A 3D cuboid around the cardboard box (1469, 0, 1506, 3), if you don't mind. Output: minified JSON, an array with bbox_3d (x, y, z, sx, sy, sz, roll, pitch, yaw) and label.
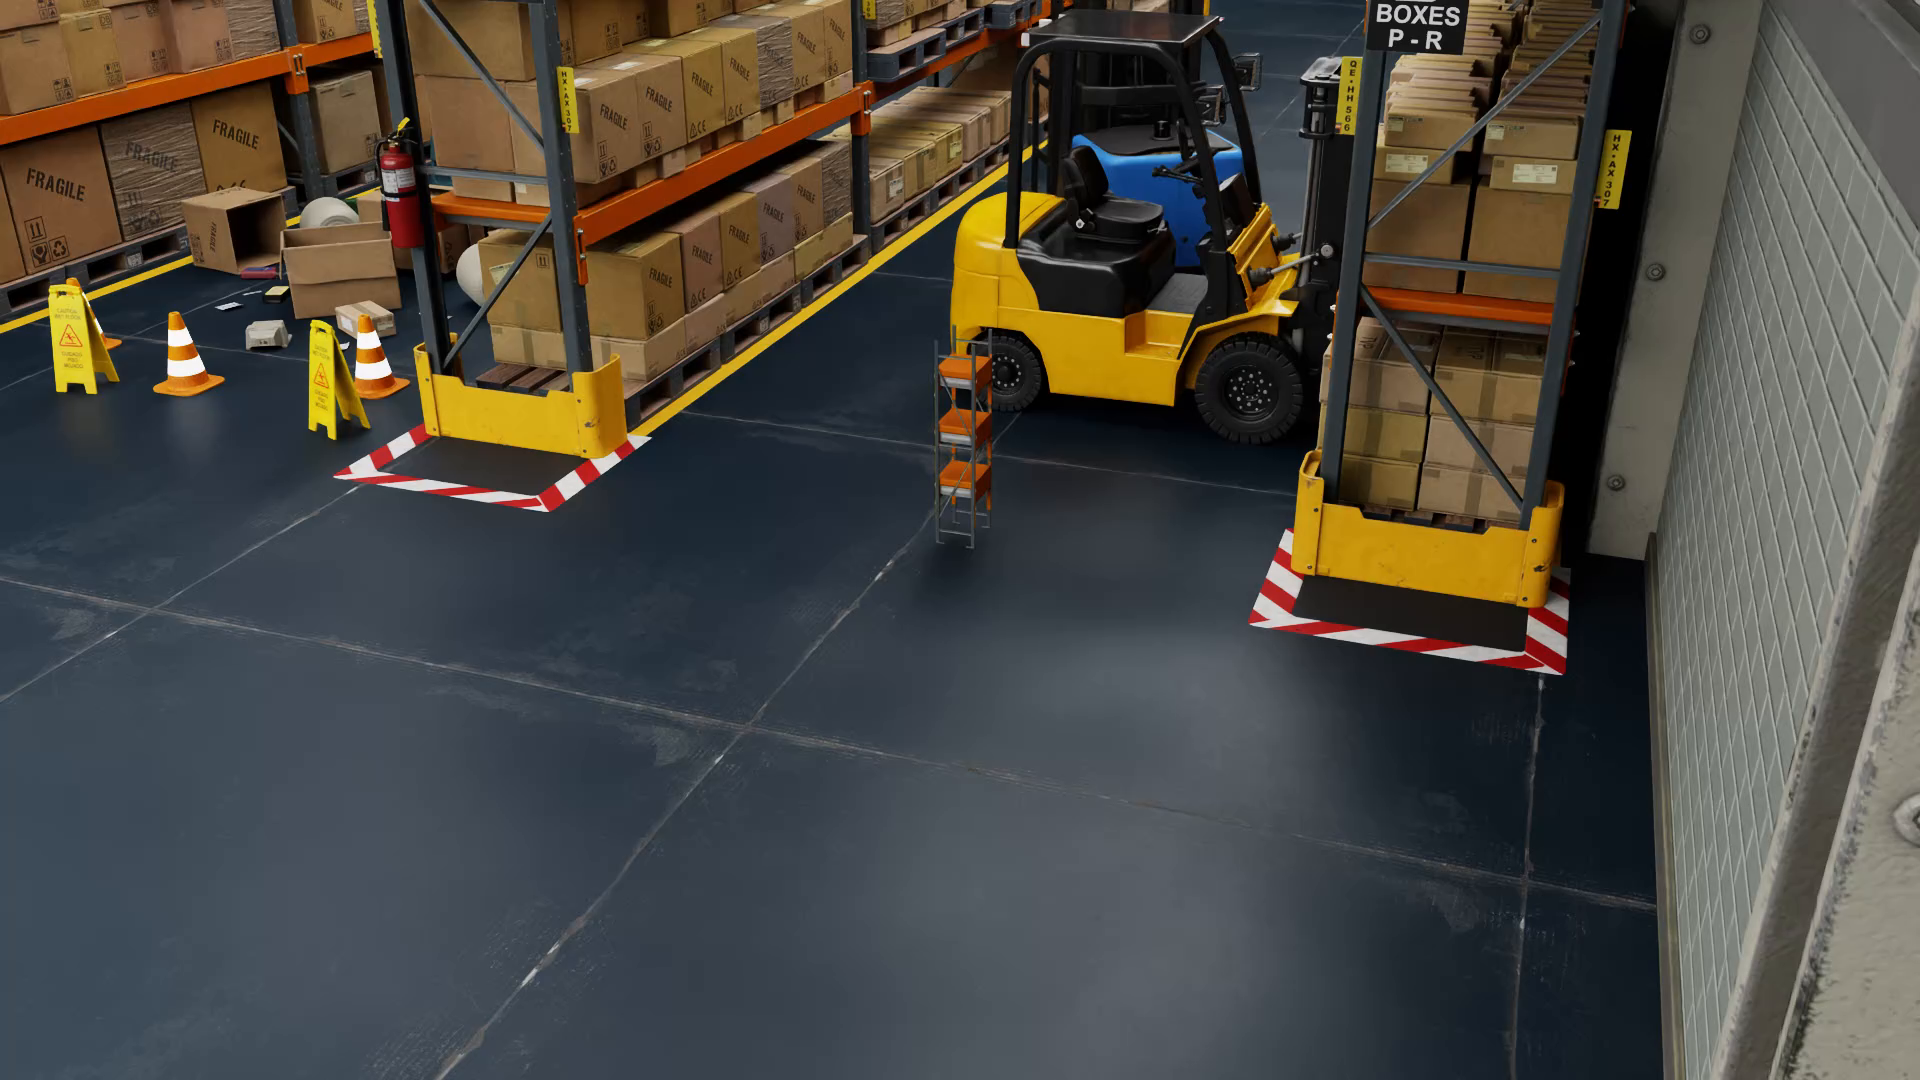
[{"bbox_3d":[3.583,-3.677,11.544,0.380,0.149,0.250,8,27,16],"label":"cardboard box"}]

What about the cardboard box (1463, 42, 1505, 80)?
[{"bbox_3d":[2.710,-2.576,8.928,0.380,0.149,0.250,9,27,18],"label":"cardboard box"}]

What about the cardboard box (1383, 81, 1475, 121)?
[{"bbox_3d":[2.220,-2.061,7.864,0.380,0.149,0.250,9,27,19],"label":"cardboard box"}]

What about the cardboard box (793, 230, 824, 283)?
[{"bbox_3d":[-1.277,-2.006,11.625,0.500,0.250,0.500,8,27,16],"label":"cardboard box"}]

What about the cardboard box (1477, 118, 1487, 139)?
[{"bbox_3d":[2.452,-1.903,8.623,0.500,0.500,0.500,8,27,16],"label":"cardboard box"}]

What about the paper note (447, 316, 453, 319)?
[{"bbox_3d":[-3.516,-1.510,11.357,0.032,0.001,0.123,9,27,17],"label":"paper note"}]

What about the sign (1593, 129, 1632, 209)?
[{"bbox_3d":[2.706,-1.537,6.899,0.100,0.325,0.005,9,27,17],"label":"sign"}]

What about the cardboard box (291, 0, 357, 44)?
[{"bbox_3d":[-5.439,-4.456,13.896,0.500,0.500,0.500,9,27,18],"label":"cardboard box"}]

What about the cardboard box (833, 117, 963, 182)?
[{"bbox_3d":[-0.528,-3.361,14.284,0.950,0.372,0.625,10,27,19],"label":"cardboard box"}]

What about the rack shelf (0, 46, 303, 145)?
[{"bbox_3d":[-6.533,-3.088,12.011,1.077,0.370,4.000,9,27,17],"label":"rack shelf"}]

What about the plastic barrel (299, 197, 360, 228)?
[{"bbox_3d":[-4.799,-2.385,12.691,0.421,0.421,0.512,-14,29,-27],"label":"plastic barrel"}]

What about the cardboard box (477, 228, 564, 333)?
[{"bbox_3d":[-2.477,-1.569,9.862,0.500,0.500,0.500,9,27,18],"label":"cardboard box"}]

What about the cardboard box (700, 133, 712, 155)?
[{"bbox_3d":[-1.740,-2.439,10.134,0.380,0.149,0.250,10,27,19],"label":"cardboard box"}]

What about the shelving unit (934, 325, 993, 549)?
[{"bbox_3d":[0.018,-0.495,8.067,0.215,1.050,0.252,9,27,17],"label":"shelving unit"}]

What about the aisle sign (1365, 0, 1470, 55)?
[{"bbox_3d":[1.886,-2.381,6.742,0.394,0.787,0.004,9,27,17],"label":"aisle sign"}]

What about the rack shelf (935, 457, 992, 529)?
[{"bbox_3d":[0.018,-0.235,8.192,0.215,0.259,0.240,9,27,17],"label":"rack shelf"}]

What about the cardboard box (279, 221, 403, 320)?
[{"bbox_3d":[-4.300,-1.879,11.553,0.797,0.503,0.637,-9,27,-18],"label":"cardboard box"}]

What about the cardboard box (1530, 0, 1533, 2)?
[{"bbox_3d":[4.301,-4.288,13.262,0.500,0.250,0.500,10,27,19],"label":"cardboard box"}]

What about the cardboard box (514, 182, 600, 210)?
[{"bbox_3d":[-2.189,-1.910,9.041,0.380,0.149,0.250,9,27,18],"label":"cardboard box"}]

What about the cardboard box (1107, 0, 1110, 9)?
[{"bbox_3d":[1.072,-5.439,17.997,0.875,0.875,0.875,10,27,19],"label":"cardboard box"}]

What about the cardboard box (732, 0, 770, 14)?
[{"bbox_3d":[-1.708,-3.830,11.115,0.700,0.500,0.500,9,27,18],"label":"cardboard box"}]

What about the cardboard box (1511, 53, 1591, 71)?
[{"bbox_3d":[3.040,-2.404,8.574,0.380,0.149,0.250,9,27,18],"label":"cardboard box"}]

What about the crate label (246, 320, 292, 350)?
[{"bbox_3d":[-4.527,-1.342,10.865,0.250,0.136,0.298,-5,26,-9],"label":"crate label"}]

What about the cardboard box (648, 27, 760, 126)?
[{"bbox_3d":[-1.579,-2.880,10.300,0.500,0.500,0.500,8,27,16],"label":"cardboard box"}]

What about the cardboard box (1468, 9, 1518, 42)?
[{"bbox_3d":[3.145,-3.099,10.007,0.380,0.149,0.250,9,27,18],"label":"cardboard box"}]

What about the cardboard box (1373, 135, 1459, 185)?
[{"bbox_3d":[2.036,-1.715,7.491,0.380,0.149,0.250,9,27,18],"label":"cardboard box"}]

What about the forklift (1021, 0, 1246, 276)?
[{"bbox_3d":[1.116,-3.549,12.217,1.130,2.935,3.031,-6,26,-12],"label":"forklift"}]

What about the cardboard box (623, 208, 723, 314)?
[{"bbox_3d":[-1.791,-1.719,10.171,0.500,0.500,0.500,8,27,16],"label":"cardboard box"}]

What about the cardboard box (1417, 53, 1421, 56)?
[{"bbox_3d":[2.776,-2.667,9.457,0.380,0.149,0.250,8,27,17],"label":"cardboard box"}]

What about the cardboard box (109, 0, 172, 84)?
[{"bbox_3d":[-6.432,-3.714,12.306,0.875,0.550,0.550,9,27,17],"label":"cardboard box"}]

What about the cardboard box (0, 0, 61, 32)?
[{"bbox_3d":[-6.628,-3.740,11.121,0.875,0.550,0.550,9,27,17],"label":"cardboard box"}]

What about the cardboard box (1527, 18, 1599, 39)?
[{"bbox_3d":[3.497,-2.927,9.653,0.380,0.149,0.250,8,27,17],"label":"cardboard box"}]

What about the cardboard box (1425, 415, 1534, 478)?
[{"bbox_3d":[2.537,-0.535,8.012,0.500,0.250,0.500,9,27,18],"label":"cardboard box"}]

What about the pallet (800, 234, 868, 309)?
[{"bbox_3d":[-1.356,-2.021,12.182,1.003,0.211,1.213,9,27,17],"label":"pallet"}]

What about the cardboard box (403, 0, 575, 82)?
[{"bbox_3d":[-2.533,-2.784,8.954,0.700,0.500,0.500,8,27,16],"label":"cardboard box"}]

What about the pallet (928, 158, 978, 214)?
[{"bbox_3d":[-0.504,-3.125,14.463,1.003,0.211,1.213,9,27,17],"label":"pallet"}]

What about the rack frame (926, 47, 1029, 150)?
[{"bbox_3d":[0.165,-5.201,15.550,1.000,3.000,0.127,9,27,17],"label":"rack frame"}]

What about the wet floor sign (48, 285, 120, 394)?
[{"bbox_3d":[-5.341,-1.231,10.052,0.267,0.644,0.232,4,26,8],"label":"wet floor sign"}]

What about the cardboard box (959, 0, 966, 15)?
[{"bbox_3d":[-0.163,-4.460,13.826,0.380,0.149,0.250,8,27,16],"label":"cardboard box"}]

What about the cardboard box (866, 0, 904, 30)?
[{"bbox_3d":[-0.740,-4.076,12.289,0.500,0.500,0.500,9,27,19],"label":"cardboard box"}]

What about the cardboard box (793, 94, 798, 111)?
[{"bbox_3d":[-1.319,-2.968,11.227,0.380,0.149,0.250,8,27,17],"label":"cardboard box"}]

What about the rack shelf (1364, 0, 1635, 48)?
[{"bbox_3d":[2.850,-3.043,8.477,1.077,0.370,4.000,9,27,17],"label":"rack shelf"}]

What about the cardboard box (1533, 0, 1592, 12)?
[{"bbox_3d":[4.123,-3.602,11.389,0.380,0.149,0.250,8,27,17],"label":"cardboard box"}]

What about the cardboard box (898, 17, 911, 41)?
[{"bbox_3d":[-0.593,-3.916,12.702,0.380,0.149,0.250,9,27,18],"label":"cardboard box"}]

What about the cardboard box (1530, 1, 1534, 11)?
[{"bbox_3d":[4.447,-3.794,12.242,0.500,0.250,0.500,8,27,16],"label":"cardboard box"}]

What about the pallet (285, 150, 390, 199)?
[{"bbox_3d":[-5.682,-3.306,14.837,1.003,0.211,1.213,9,27,17],"label":"pallet"}]

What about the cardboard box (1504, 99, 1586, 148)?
[{"bbox_3d":[2.645,-1.873,7.476,0.380,0.149,0.250,10,27,19],"label":"cardboard box"}]

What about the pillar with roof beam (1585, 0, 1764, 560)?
[{"bbox_3d":[-0.793,-4.675,7.579,9.100,9.000,0.400,9,27,17],"label":"pillar with roof beam"}]
